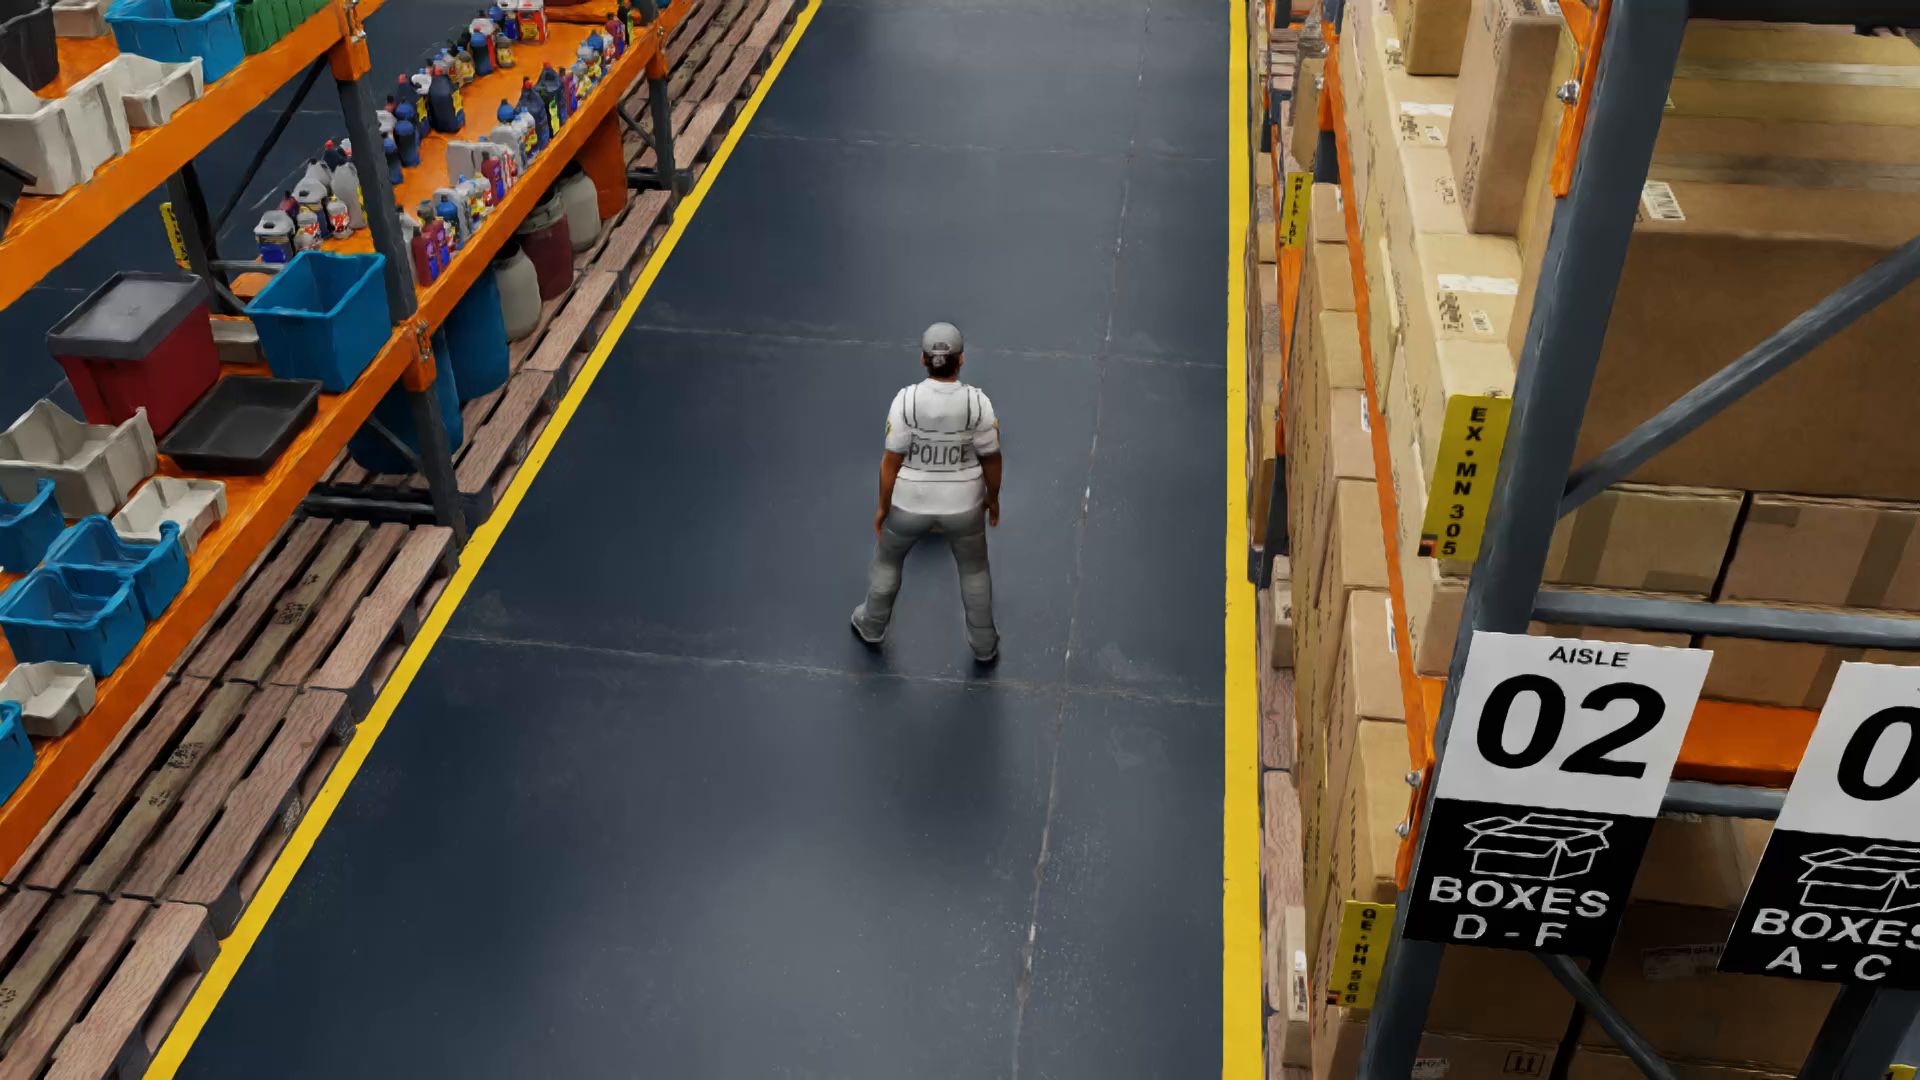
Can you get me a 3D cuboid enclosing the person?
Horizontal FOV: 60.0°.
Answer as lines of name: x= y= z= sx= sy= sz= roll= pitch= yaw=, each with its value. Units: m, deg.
person: x=-0.159 y=-0.193 z=7.279 sx=0.687 sy=1.653 sz=0.475 roll=-2 pitch=36 yaw=-3
